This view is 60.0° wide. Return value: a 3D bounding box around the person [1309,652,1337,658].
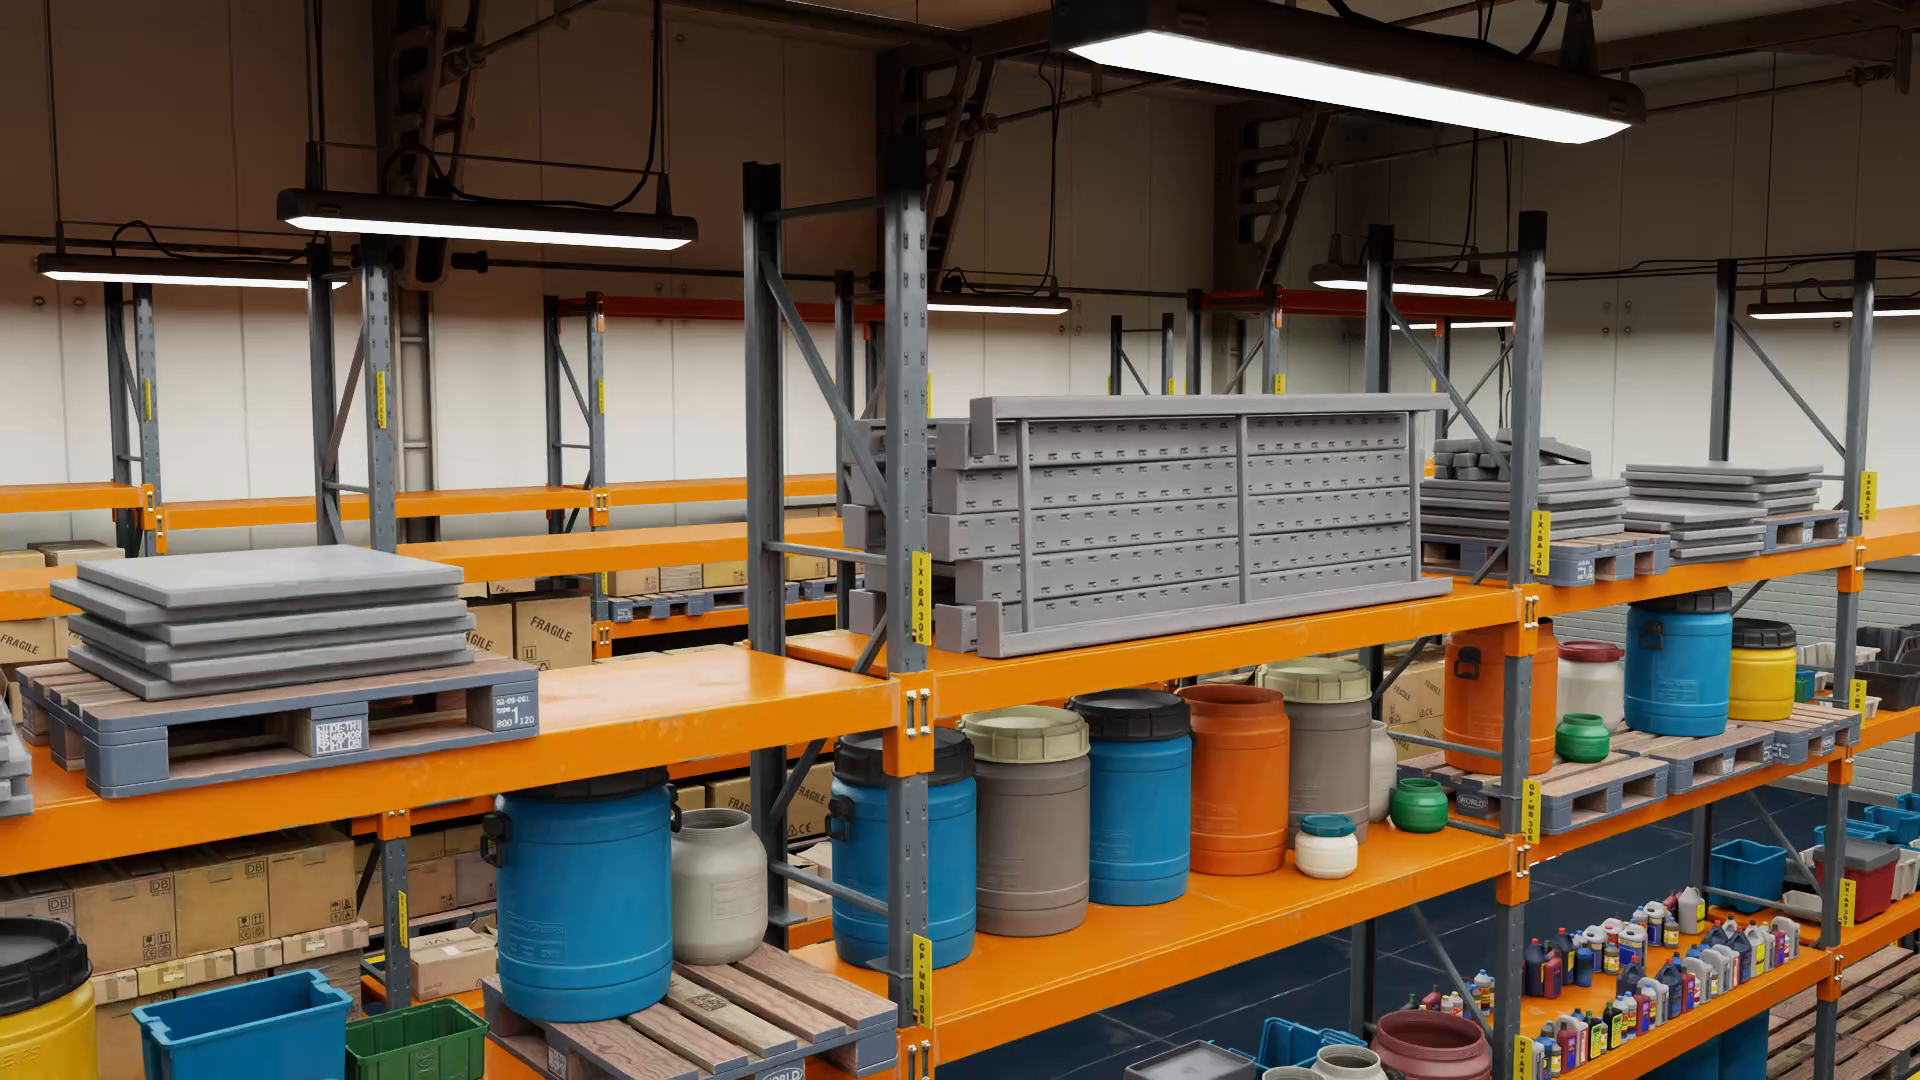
[{"bbox_3d":[4.933,2.037,23.173,0.651,1.774,0.507,2,6,16],"label":"person"}]
